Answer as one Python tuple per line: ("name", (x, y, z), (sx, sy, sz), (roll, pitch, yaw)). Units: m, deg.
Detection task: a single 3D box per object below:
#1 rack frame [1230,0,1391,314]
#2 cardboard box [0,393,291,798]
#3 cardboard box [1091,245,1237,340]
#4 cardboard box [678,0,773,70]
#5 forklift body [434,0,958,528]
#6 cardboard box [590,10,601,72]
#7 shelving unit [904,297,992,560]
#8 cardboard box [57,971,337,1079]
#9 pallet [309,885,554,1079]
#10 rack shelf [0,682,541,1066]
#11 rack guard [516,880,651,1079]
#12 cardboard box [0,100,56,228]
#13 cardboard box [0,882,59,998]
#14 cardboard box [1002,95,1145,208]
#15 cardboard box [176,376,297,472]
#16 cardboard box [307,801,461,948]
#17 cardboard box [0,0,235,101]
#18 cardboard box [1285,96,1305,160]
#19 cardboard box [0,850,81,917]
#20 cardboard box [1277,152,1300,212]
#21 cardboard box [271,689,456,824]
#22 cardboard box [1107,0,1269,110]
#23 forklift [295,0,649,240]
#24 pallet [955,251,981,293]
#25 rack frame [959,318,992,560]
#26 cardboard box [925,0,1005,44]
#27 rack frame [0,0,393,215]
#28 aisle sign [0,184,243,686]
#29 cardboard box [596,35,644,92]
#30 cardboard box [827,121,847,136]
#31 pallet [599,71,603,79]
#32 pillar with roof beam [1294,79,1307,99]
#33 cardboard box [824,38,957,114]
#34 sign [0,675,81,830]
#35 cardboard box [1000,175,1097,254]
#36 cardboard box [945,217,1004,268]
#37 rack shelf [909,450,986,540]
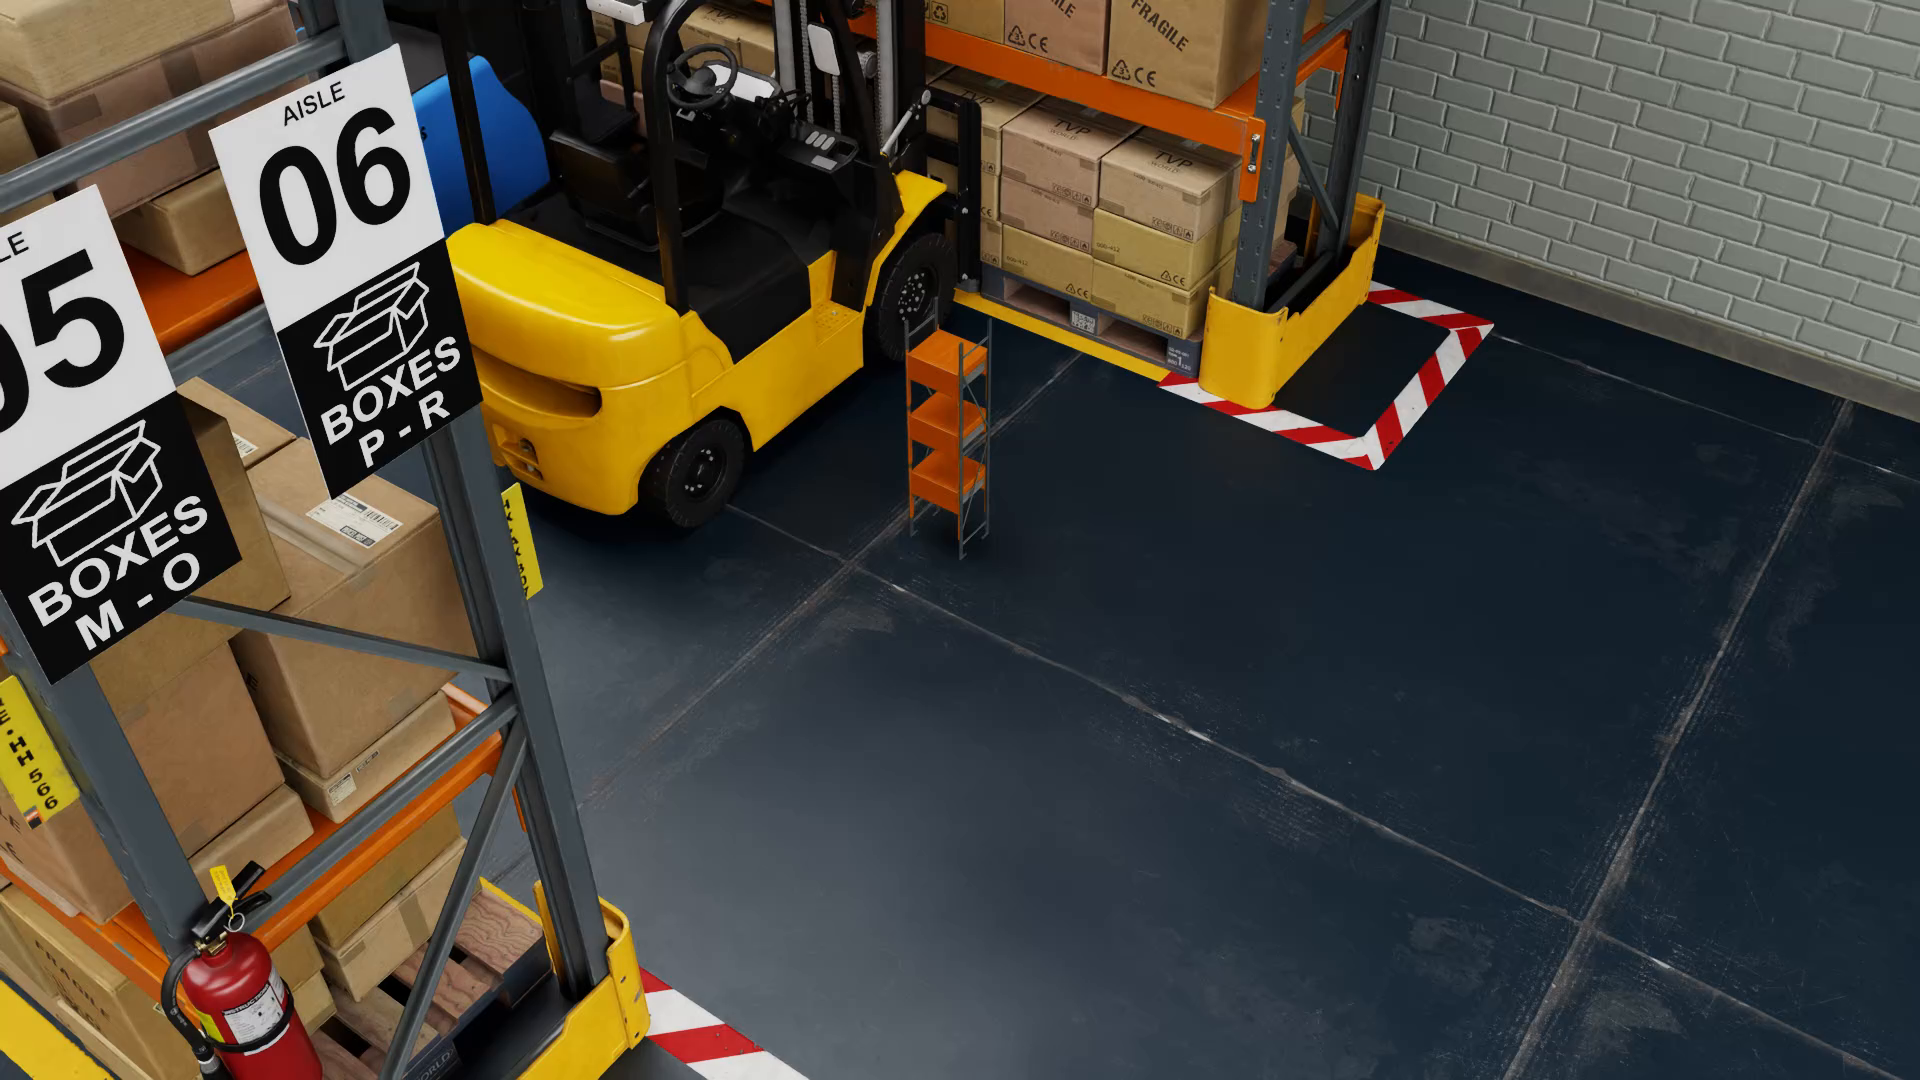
("rack frame", (1.511, -2.075, 6.819), (0.127, 3.000, 1.000), (25, 48, 25))
("cardboard box", (-1.880, 0.040, 3.408), (0.500, 0.500, 0.700), (24, 47, 24))
("cardboard box", (0.945, -1.214, 7.604), (0.500, 0.250, 0.500), (25, 48, 26))
("cardboard box", (-1.136, -2.553, 8.351), (0.500, 0.250, 0.500), (25, 48, 25))
("forklift body", (-1.089, -1.488, 6.800), (1.214, 2.155, 2.313), (25, 48, 25))
("cardboard box", (-2.198, -3.071, 9.399), (0.625, 0.625, 0.875), (27, 48, 27))
("shelving unit", (-0.044, -0.412, 6.423), (0.252, 1.050, 0.215), (25, 48, 25))
("cardboard box", (-2.172, 1.333, 4.758), (0.500, 0.250, 0.500), (25, 47, 25))
("pallet", (-2.043, 1.316, 5.120), (1.213, 0.211, 1.003), (25, 48, 25))
("rack shelf", (-2.974, 0.139, 4.885), (4.000, 0.370, 1.077), (25, 48, 25))
("rack guard", (-1.399, 1.539, 4.655), (0.348, 0.500, 1.175), (25, 48, 25))
("cardboard box", (-1.910, -0.585, 2.794), (0.500, 0.250, 0.500), (24, 47, 25))
("cardboard box", (-2.571, 0.863, 4.721), (0.500, 0.500, 0.500), (27, 48, 27))
("cardboard box", (0.533, -1.777, 7.484), (0.500, 0.250, 0.500), (26, 48, 26))
("cardboard box", (-1.991, -0.041, 4.248), (0.500, 0.500, 0.500), (27, 48, 27))
("cardboard box", (-1.858, 0.757, 4.839), (0.500, 0.500, 0.500), (24, 47, 24))
("cardboard box", (-1.510, -0.932, 2.883), (0.250, 0.149, 0.380), (25, 47, 25))
("cardboard box", (1.226, -1.866, 7.584), (0.500, 0.250, 0.500), (24, 47, 25))
("cardboard box", (-2.037, 0.668, 3.943), (0.250, 0.149, 0.380), (25, 47, 25))
("cardboard box", (1.245, -1.686, 7.757), (0.500, 0.250, 0.500), (26, 48, 26))
("cardboard box", (-1.496, 0.487, 4.144), (0.250, 0.149, 0.380), (25, 48, 25))
("cardboard box", (0.957, -2.157, 6.836), (0.500, 0.500, 0.500), (24, 47, 24))
("forklift", (-2.280, -3.080, 7.994), (1.130, 2.935, 3.031), (19, 45, 20))
("pallet", (-0.134, -1.773, 8.573), (1.213, 0.211, 1.003), (25, 48, 25))
("rack frame", (0.056, -0.365, 6.371), (0.008, 1.050, 0.200), (25, 48, 25))
("cardboard box", (0.118, -2.557, 7.283), (0.500, 0.500, 0.500), (24, 47, 25))
("rack frame", (-1.336, -1.599, 1.788), (0.127, 3.000, 1.000), (25, 48, 25))
("aisle sign", (-1.452, -0.150, 2.719), (0.004, 0.787, 0.394), (25, 48, 25))
("cardboard box", (-1.545, -2.570, 8.745), (0.500, 0.250, 0.500), (25, 47, 25))
("cardboard box", (-0.314, -1.986, 8.092), (0.500, 0.250, 0.500), (25, 47, 25))
("pallet", (-2.390, -2.828, 9.752), (1.213, 0.211, 1.003), (25, 48, 25))
("pillar with roof beam", (-1.014, -2.719, 3.040), (0.400, 9.000, 9.100), (25, 48, 25))
("cardboard box", (-0.296, -2.163, 7.915), (0.500, 0.250, 0.500), (24, 47, 25))
("sign", (-1.672, 0.383, 2.967), (0.005, 0.325, 0.100), (25, 48, 25))
("cardboard box", (0.528, -1.606, 7.668), (0.500, 0.250, 0.500), (25, 47, 25))
("cardboard box", (0.138, -1.606, 8.042), (0.500, 0.250, 0.500), (26, 48, 26))
("rack shelf", (-0.044, -0.197, 6.615), (0.240, 0.259, 0.215), (25, 48, 25))
